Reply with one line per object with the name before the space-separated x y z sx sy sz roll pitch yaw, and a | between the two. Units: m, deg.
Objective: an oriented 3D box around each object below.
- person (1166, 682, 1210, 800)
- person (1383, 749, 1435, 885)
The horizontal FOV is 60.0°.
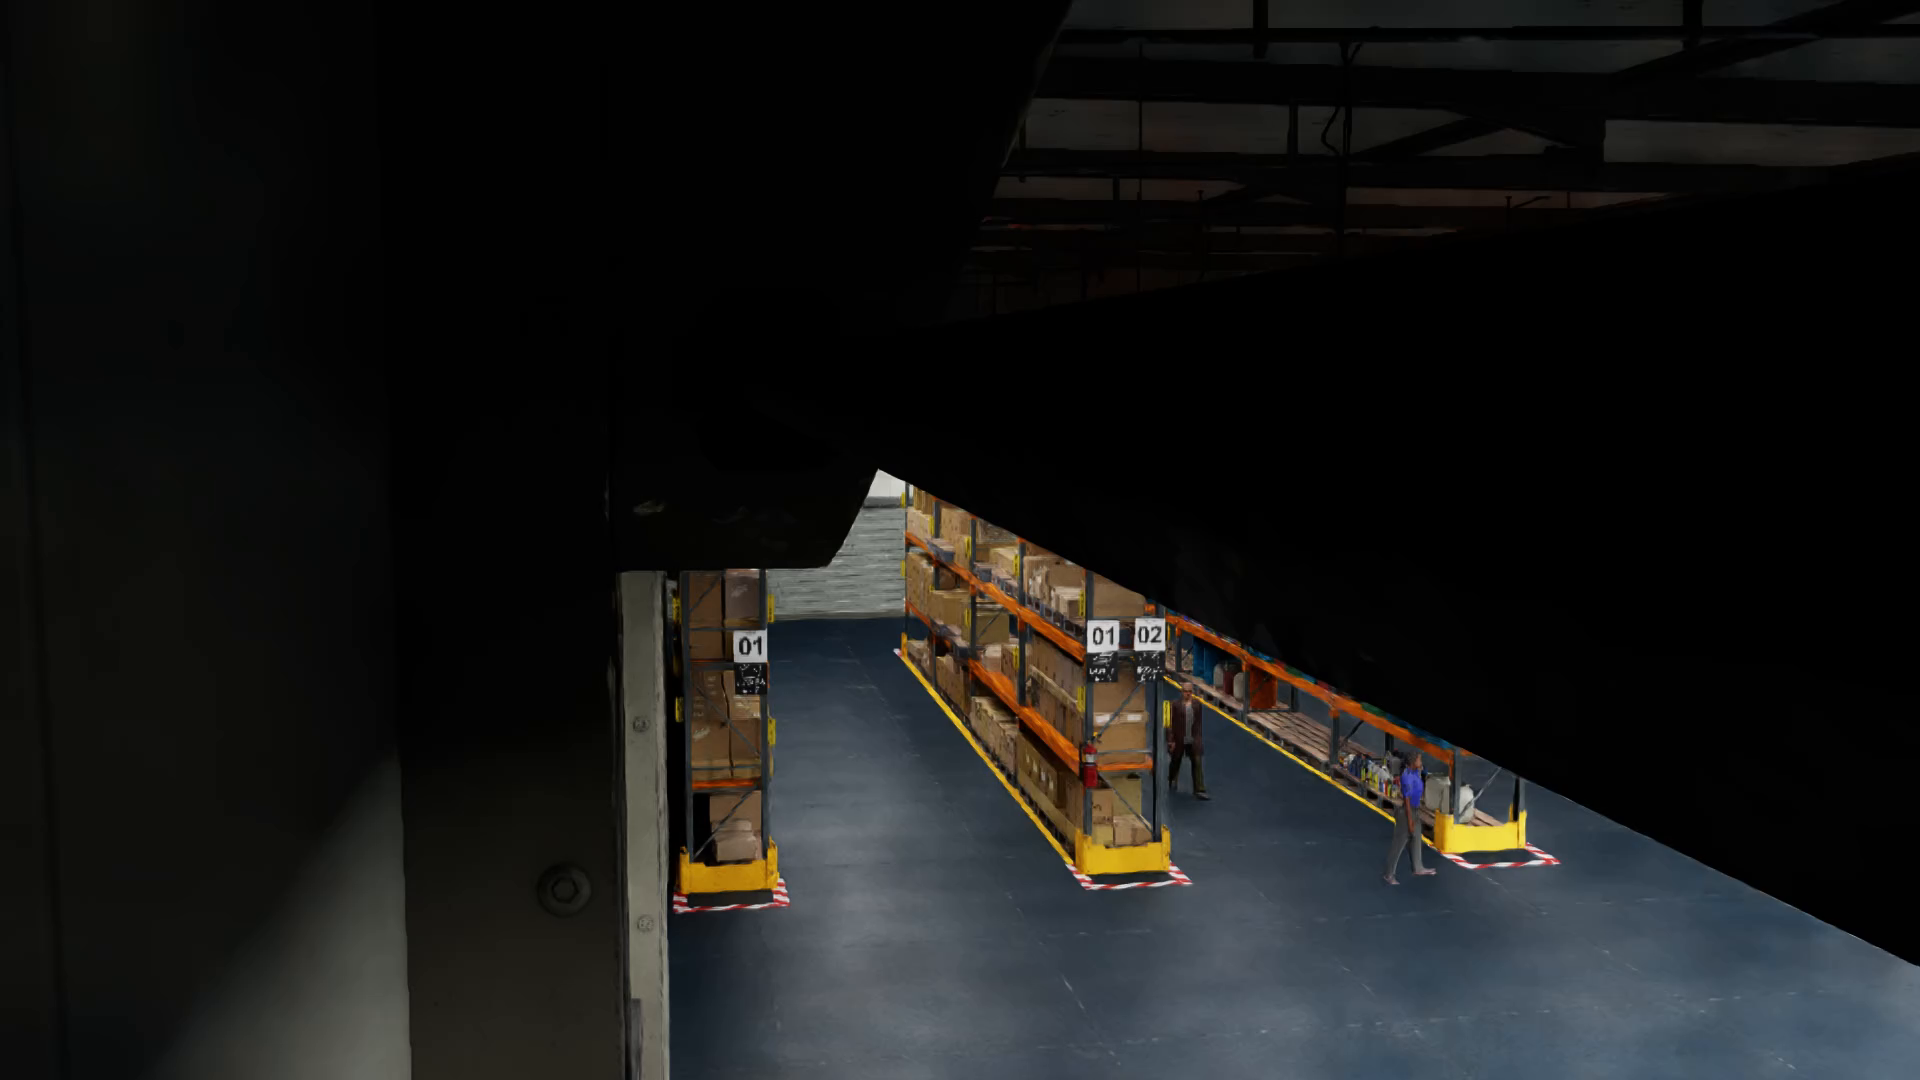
person | 3.327 2.926 24.528 0.598 1.698 1.193 -1 6 -7
person | 5.545 3.377 20.495 0.555 1.647 0.697 3 7 25
